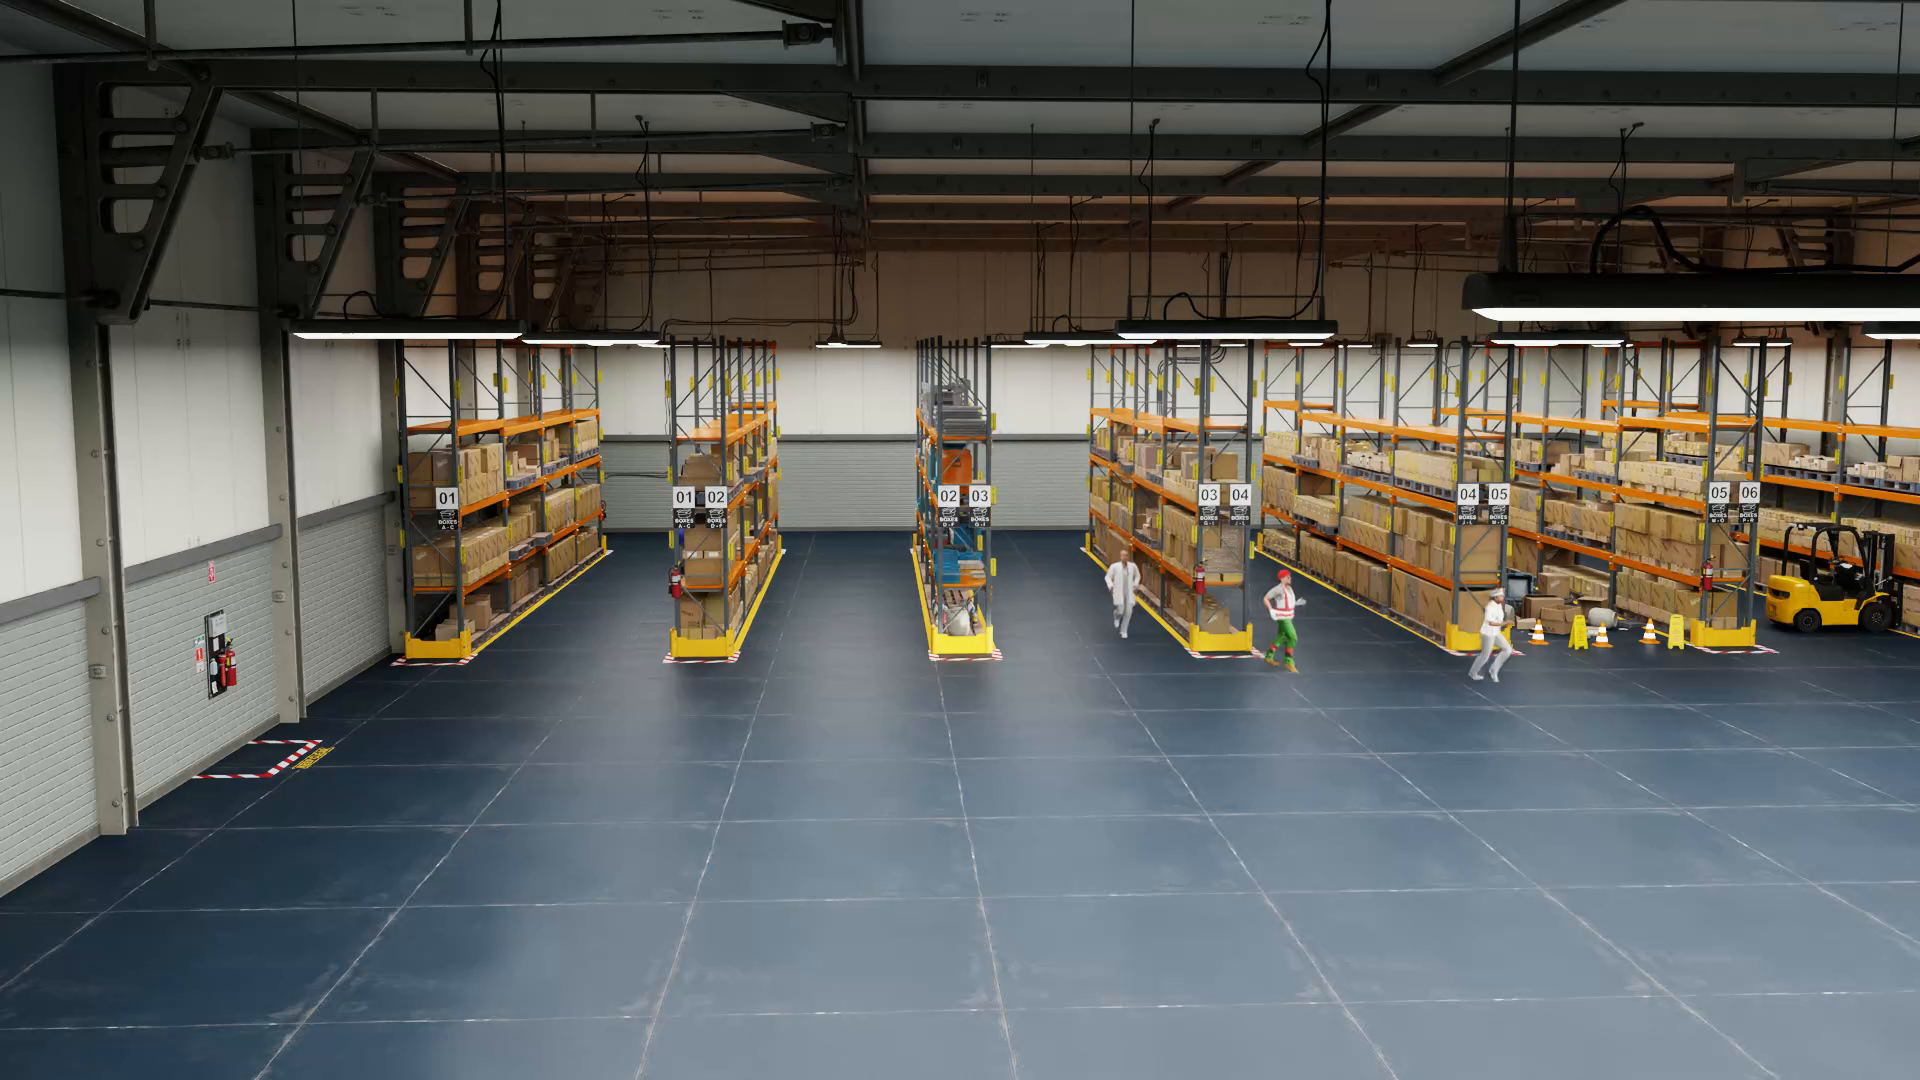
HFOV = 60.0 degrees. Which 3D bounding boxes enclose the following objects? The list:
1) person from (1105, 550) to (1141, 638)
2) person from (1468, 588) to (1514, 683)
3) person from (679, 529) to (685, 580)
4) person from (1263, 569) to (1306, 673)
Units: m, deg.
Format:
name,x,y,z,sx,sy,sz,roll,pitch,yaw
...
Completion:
name,x,y,z,sx,sy,sz,roll,pitch,yaw
person,3.304,1.089,33.471,0.724,1.740,0.510,-1,7,-7
person,9.171,1.633,28.661,0.791,1.667,0.604,5,8,38
person,-6.824,0.240,41.147,0.562,1.675,0.867,-1,7,-5
person,5.807,1.448,29.835,0.790,1.848,0.645,4,8,32
